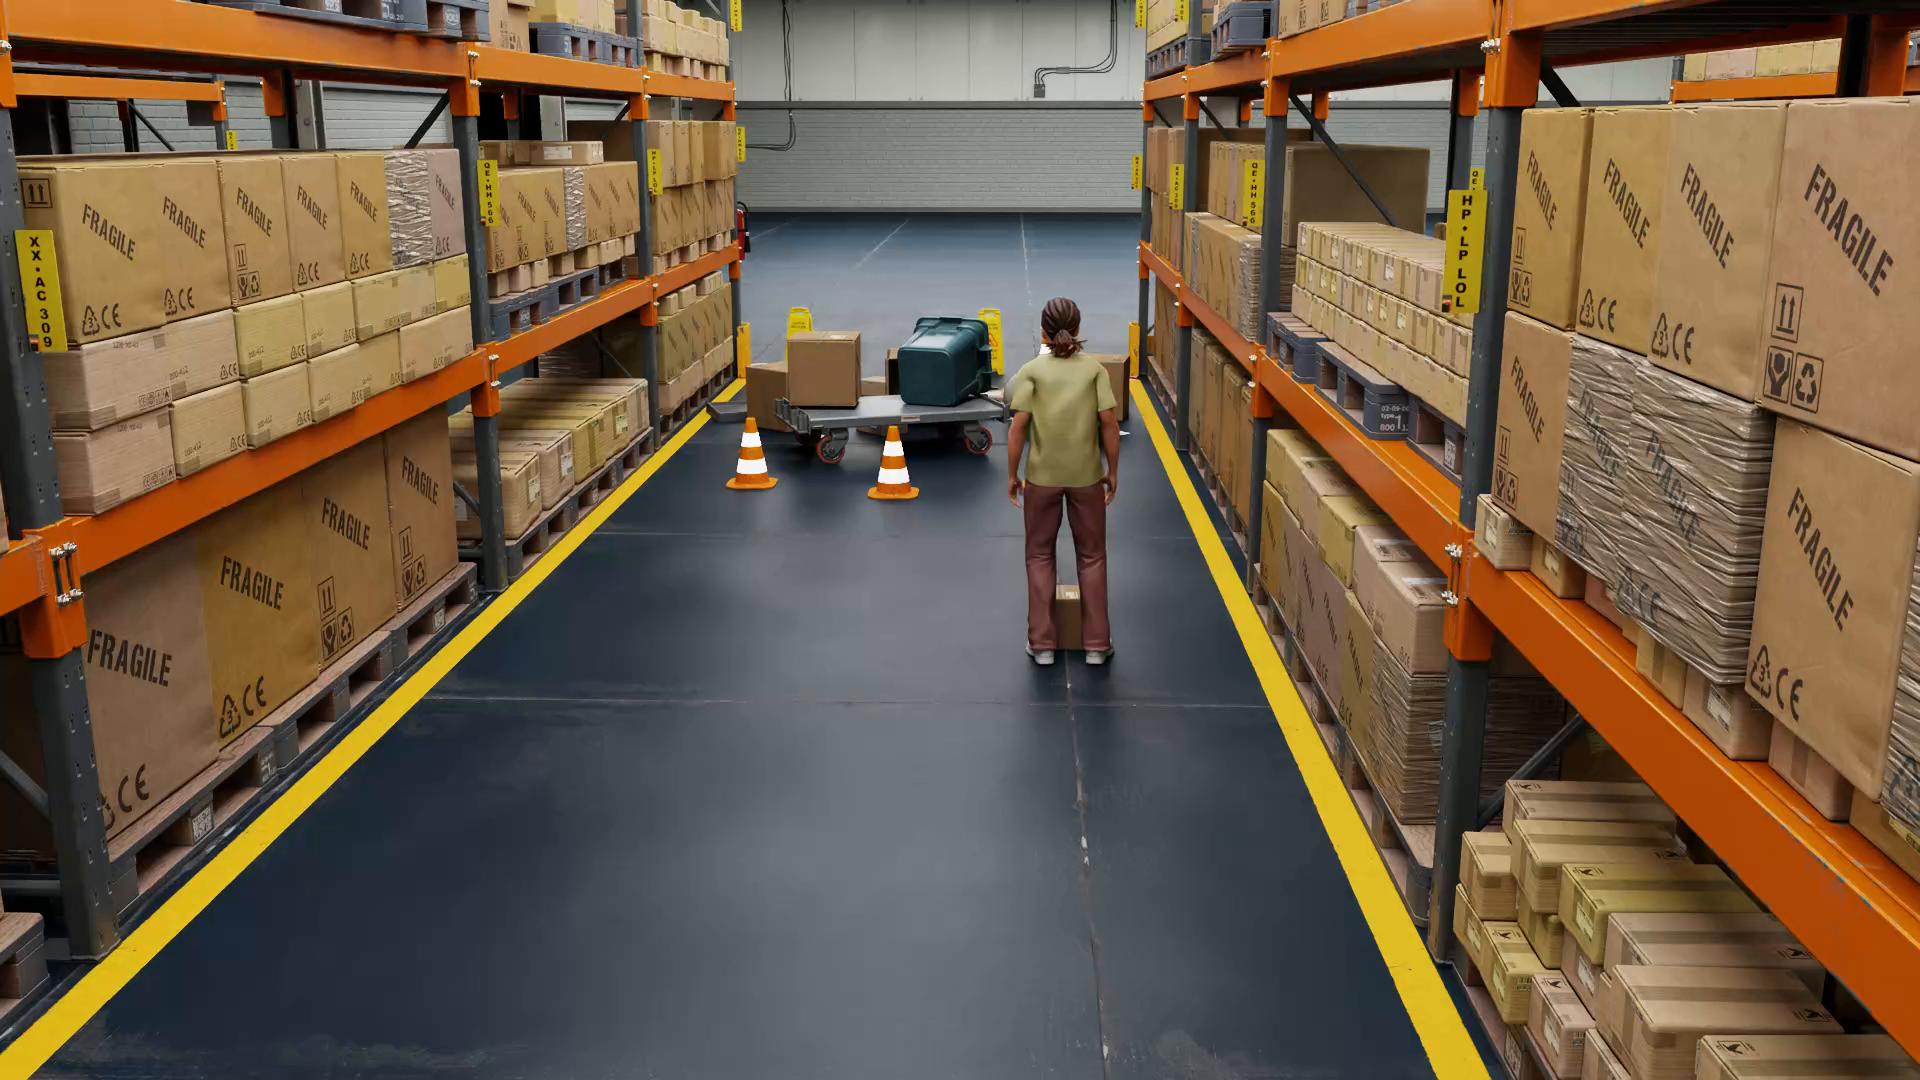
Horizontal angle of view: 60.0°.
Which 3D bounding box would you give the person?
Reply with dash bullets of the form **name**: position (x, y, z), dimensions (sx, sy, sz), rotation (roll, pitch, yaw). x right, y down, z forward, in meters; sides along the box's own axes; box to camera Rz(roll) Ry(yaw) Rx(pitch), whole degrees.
- **person**: position (0.471, -0.261, 7.552), dimensions (0.520, 1.673, 0.355), rotation (0, 14, -1)
